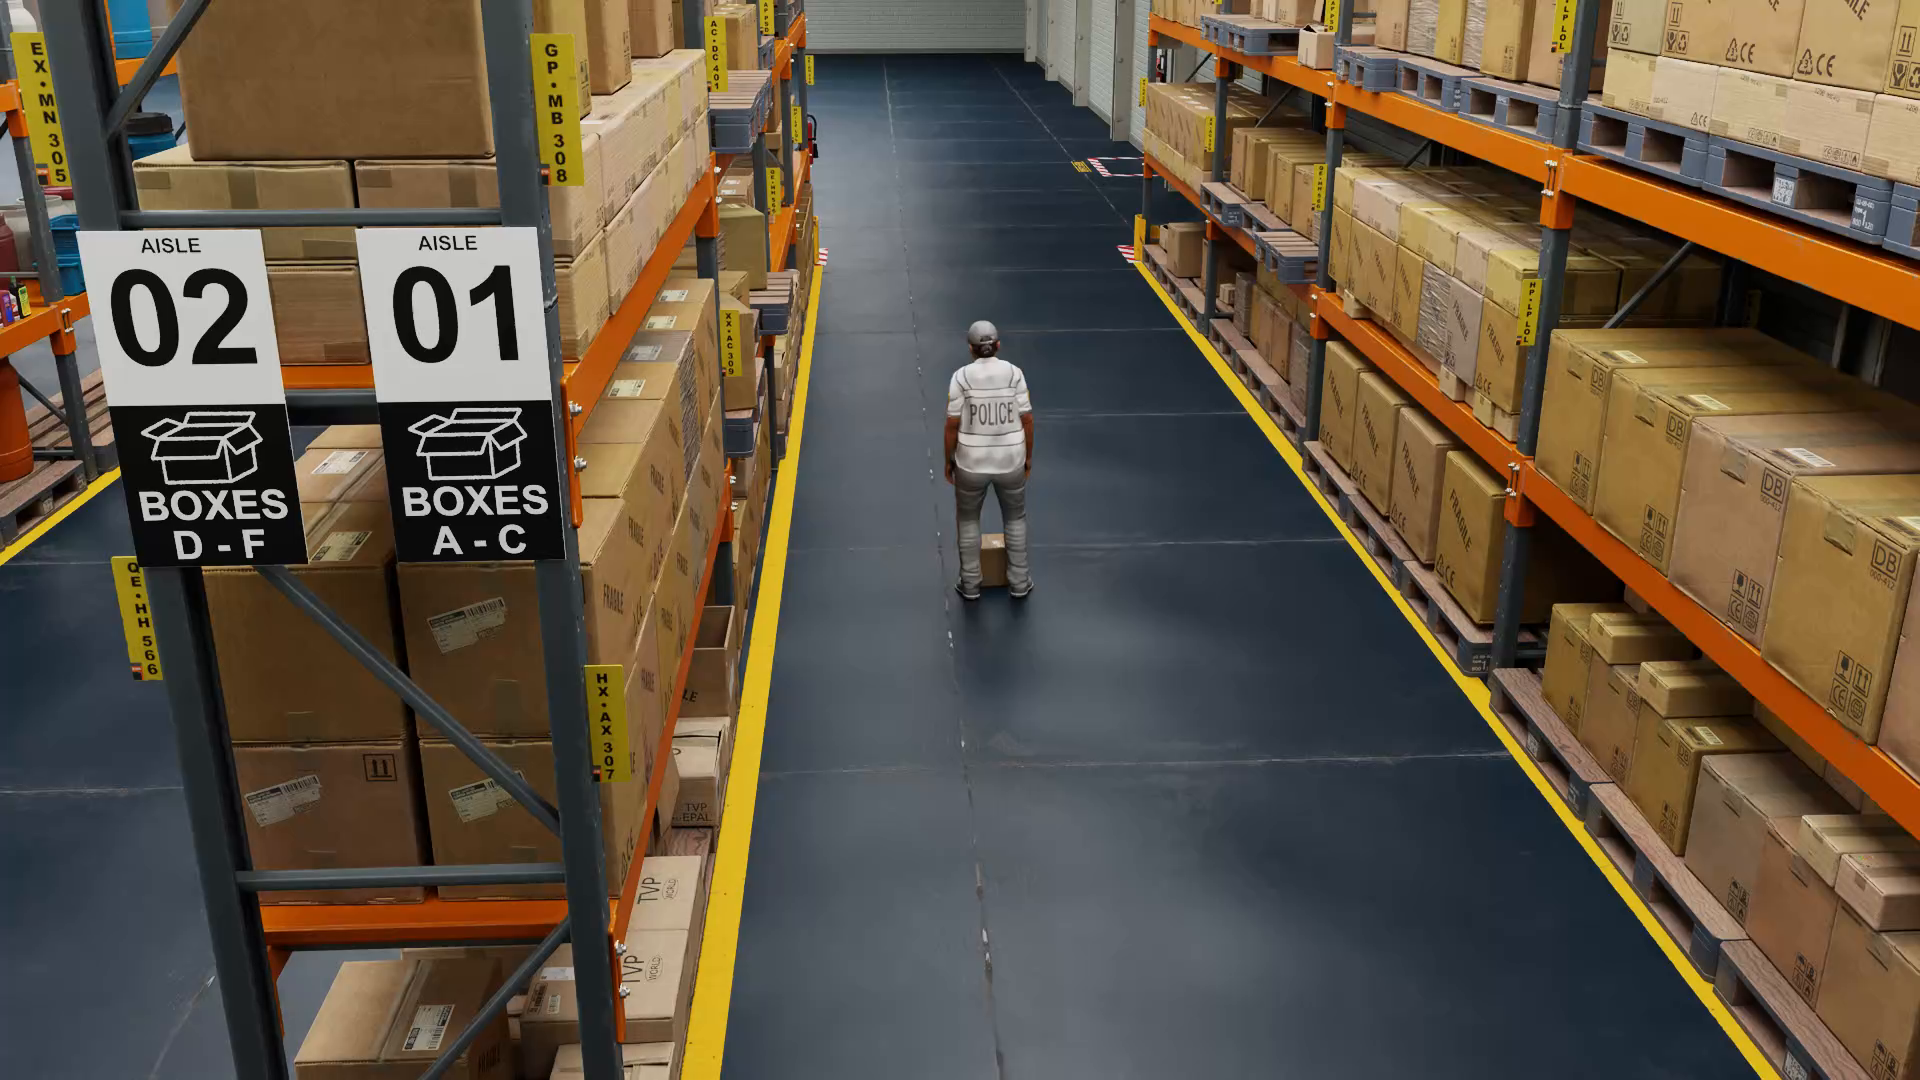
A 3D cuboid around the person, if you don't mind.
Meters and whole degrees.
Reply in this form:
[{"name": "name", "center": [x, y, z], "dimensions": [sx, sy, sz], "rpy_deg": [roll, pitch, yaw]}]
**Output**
[{"name": "person", "center": [0.179, -0.495, 9.795], "dimensions": [0.524, 1.600, 0.464], "rpy_deg": [-1, 21, -3]}]
